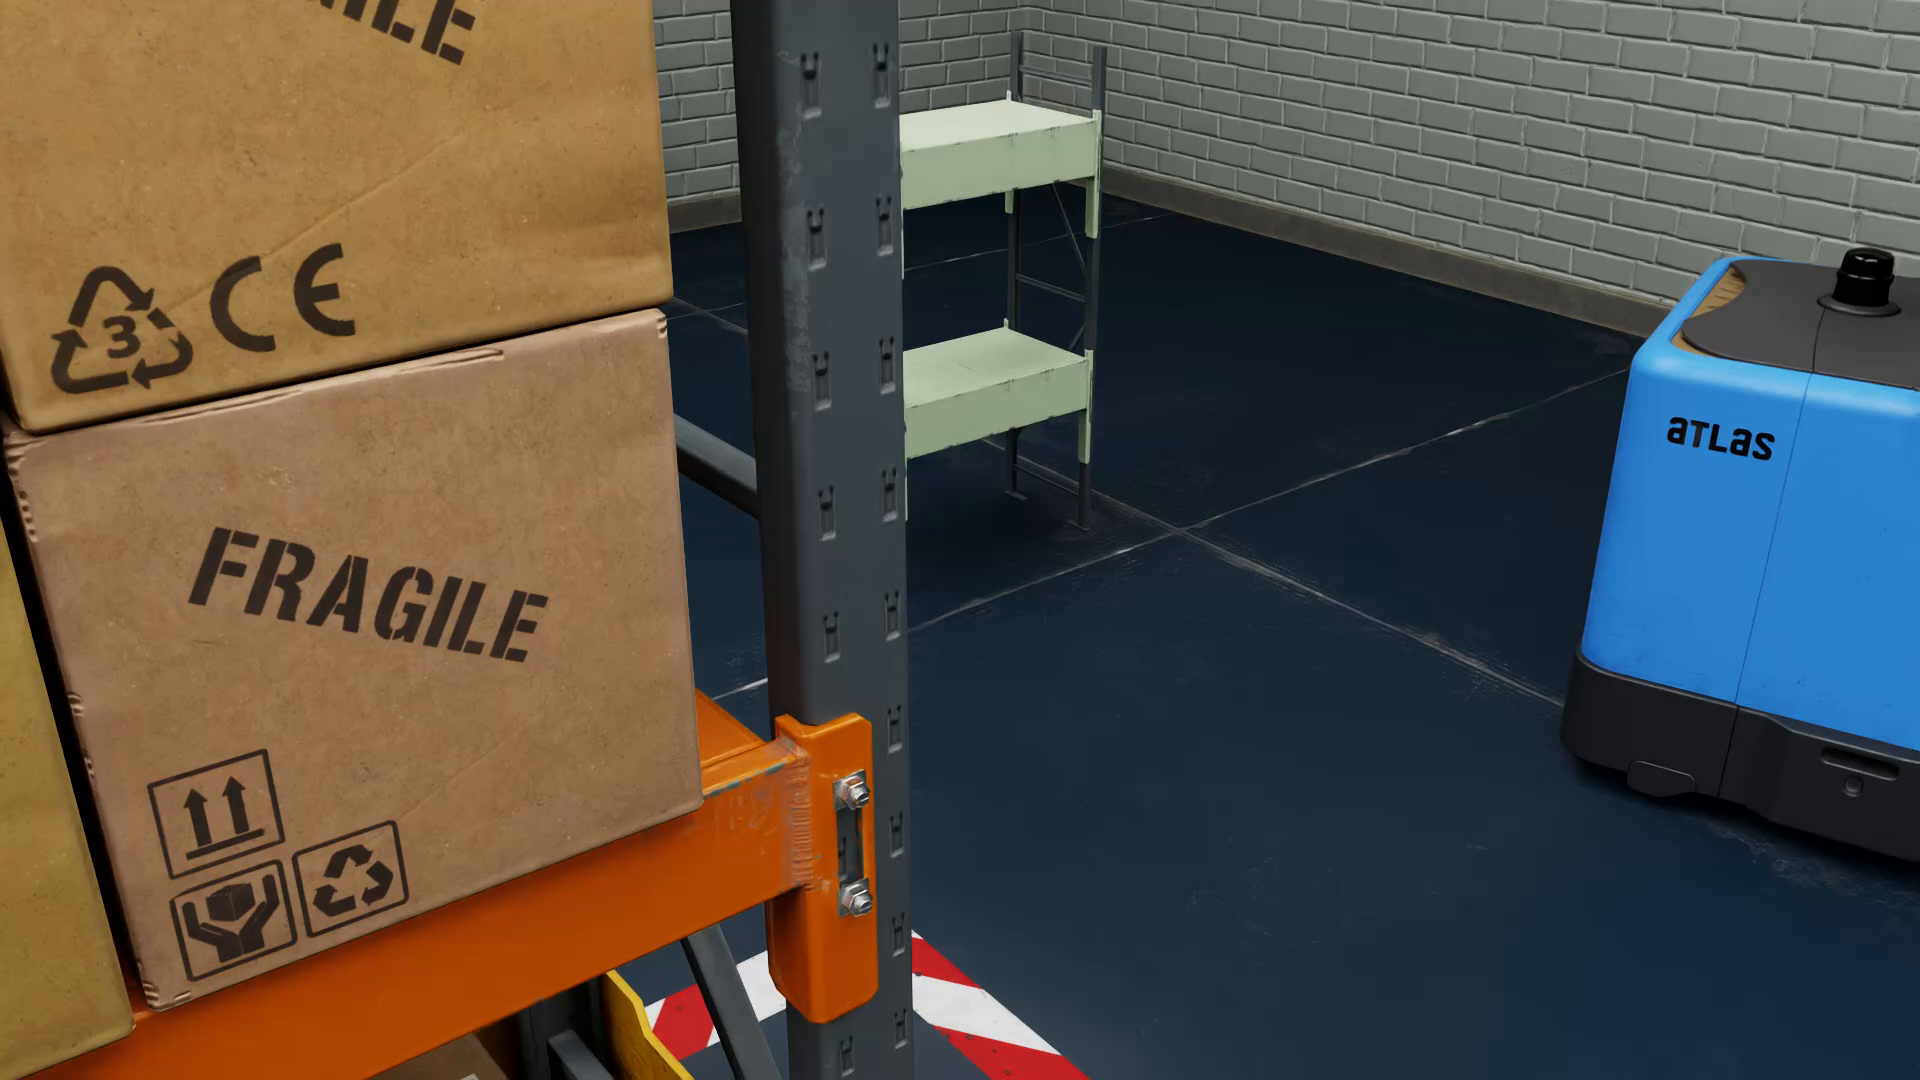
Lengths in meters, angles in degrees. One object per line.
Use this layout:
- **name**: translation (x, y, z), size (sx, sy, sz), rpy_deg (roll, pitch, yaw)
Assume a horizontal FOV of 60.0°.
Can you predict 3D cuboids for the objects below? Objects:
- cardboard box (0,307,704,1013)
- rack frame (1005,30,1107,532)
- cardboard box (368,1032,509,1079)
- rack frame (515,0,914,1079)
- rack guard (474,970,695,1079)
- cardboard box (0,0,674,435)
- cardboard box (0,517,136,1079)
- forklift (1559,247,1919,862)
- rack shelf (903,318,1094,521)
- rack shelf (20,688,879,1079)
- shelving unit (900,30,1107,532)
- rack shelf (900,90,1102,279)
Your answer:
- **cardboard box**: translation (-0.592, 0.012, 1.543), size (0.500, 0.500, 0.500), rpy_deg (-17, 30, -32)
- **rack frame**: translation (0.283, -0.774, 5.135), size (0.023, 1.500, 0.400), rpy_deg (-18, 31, -34)
- **cardboard box**: translation (-0.684, 1.008, 1.962), size (0.500, 0.500, 0.500), rpy_deg (-18, 31, -34)
- **rack frame**: translation (-0.410, -0.151, 2.011), size (0.053, 2.616, 0.949), rpy_deg (-18, 31, -34)
- **rack guard**: translation (-0.468, 1.004, 2.493), size (0.348, 0.500, 1.175), rpy_deg (-18, 31, -34)
- **cardboard box**: translation (-0.588, -0.442, 1.332), size (0.500, 0.500, 0.500), rpy_deg (-19, 31, -34)
- **cardboard box**: translation (-0.999, 0.148, 1.250), size (0.500, 0.500, 0.500), rpy_deg (-18, 30, -34)
- **forklift**: translation (2.972, -0.602, 3.065), size (3.031, 2.935, 1.130), rpy_deg (15, 29, 29)
- **rack shelf**: translation (-0.005, -0.383, 5.068), size (0.720, 0.370, 0.431), rpy_deg (-18, 31, -34)
- **rack shelf**: translation (-1.982, 0.696, 1.041), size (4.000, 0.370, 1.077), rpy_deg (-18, 31, -34)
- **shelving unit**: translation (-0.005, -0.679, 4.931), size (0.755, 1.500, 0.431), rpy_deg (-18, 31, -34)
- **rack shelf**: translation (-0.005, -1.033, 4.766), size (0.720, 0.370, 0.431), rpy_deg (-18, 31, -34)
